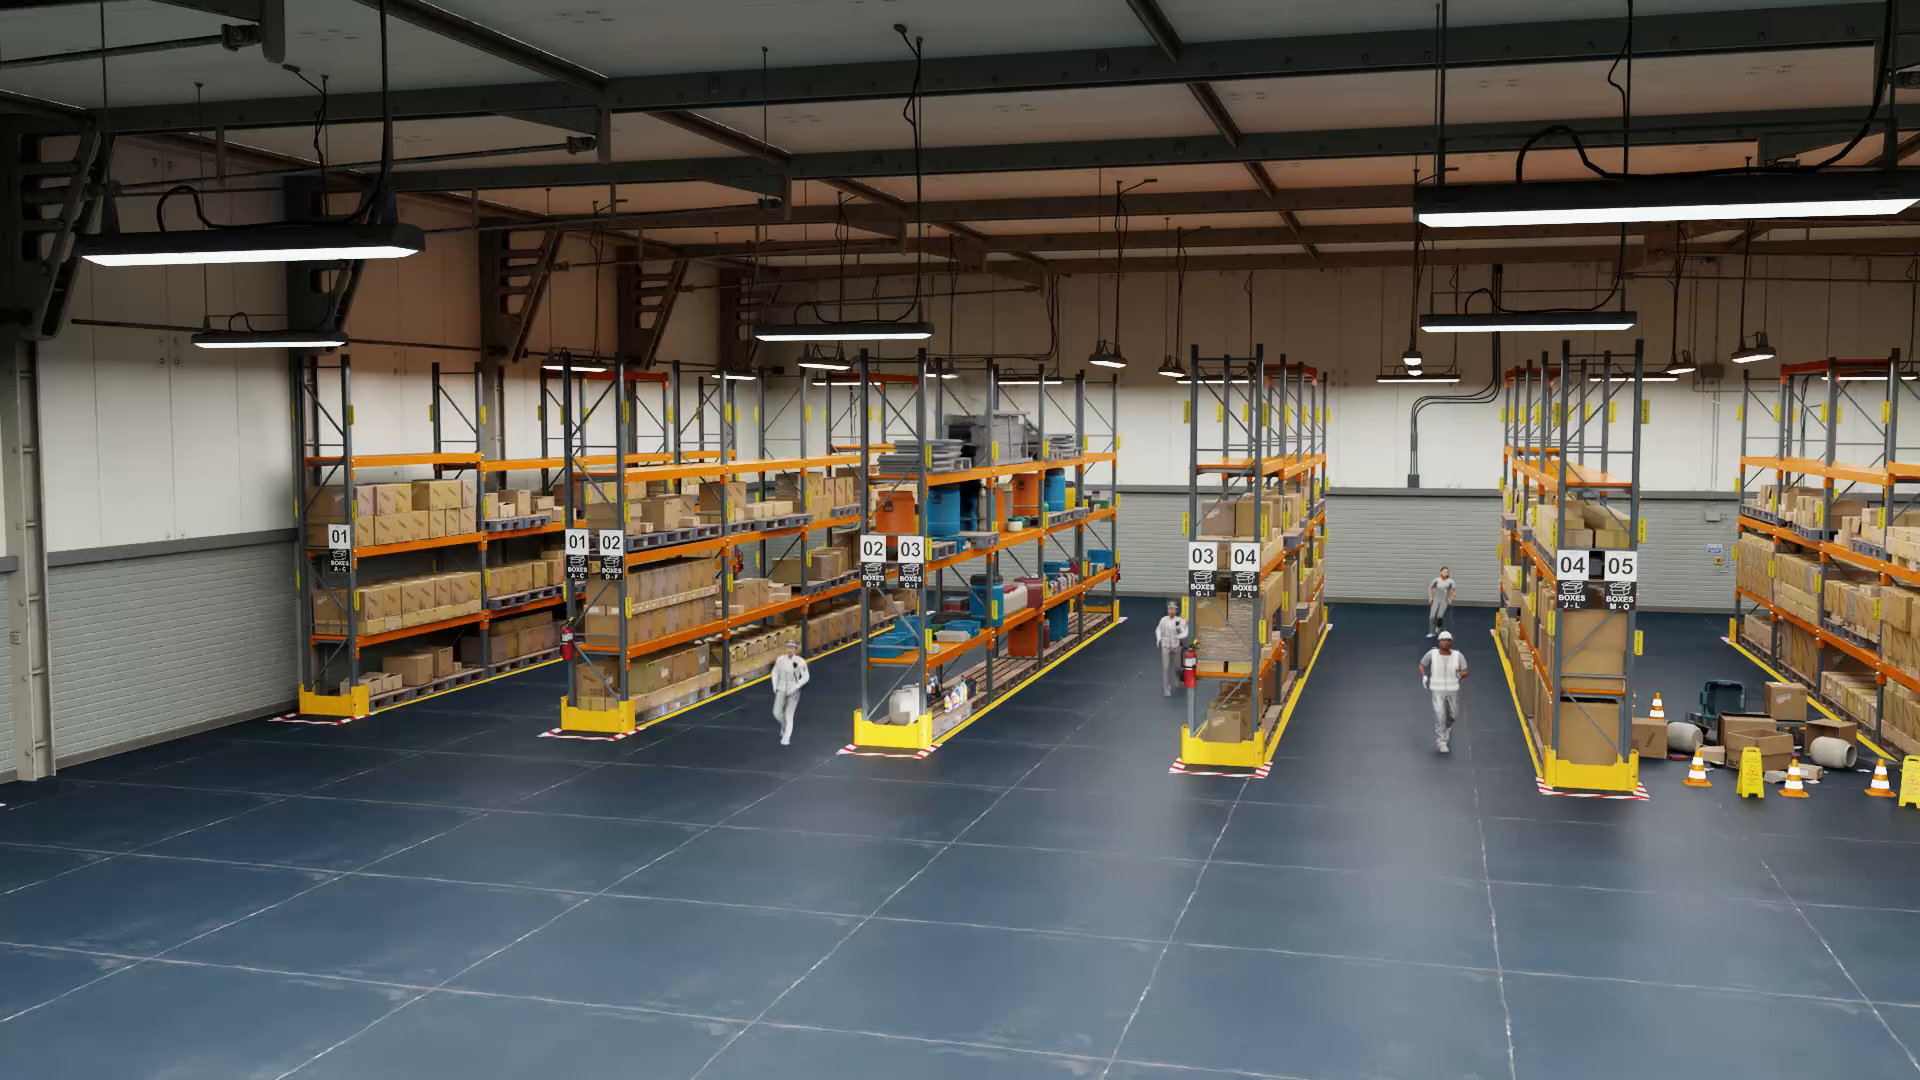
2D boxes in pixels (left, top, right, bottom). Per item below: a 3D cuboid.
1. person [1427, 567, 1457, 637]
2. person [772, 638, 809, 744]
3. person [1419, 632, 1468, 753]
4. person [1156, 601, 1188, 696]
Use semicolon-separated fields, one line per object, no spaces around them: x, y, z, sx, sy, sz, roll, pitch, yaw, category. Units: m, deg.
10.825;1.402;37.382;0.616;1.610;0.527;2;5;25;person
-2.607;2.300;25.269;0.626;1.631;0.472;1;4;11;person
7.234;2.246;24.844;0.695;1.763;0.964;0;4;7;person
3.795;1.922;29.810;0.624;1.669;0.875;1;4;15;person
